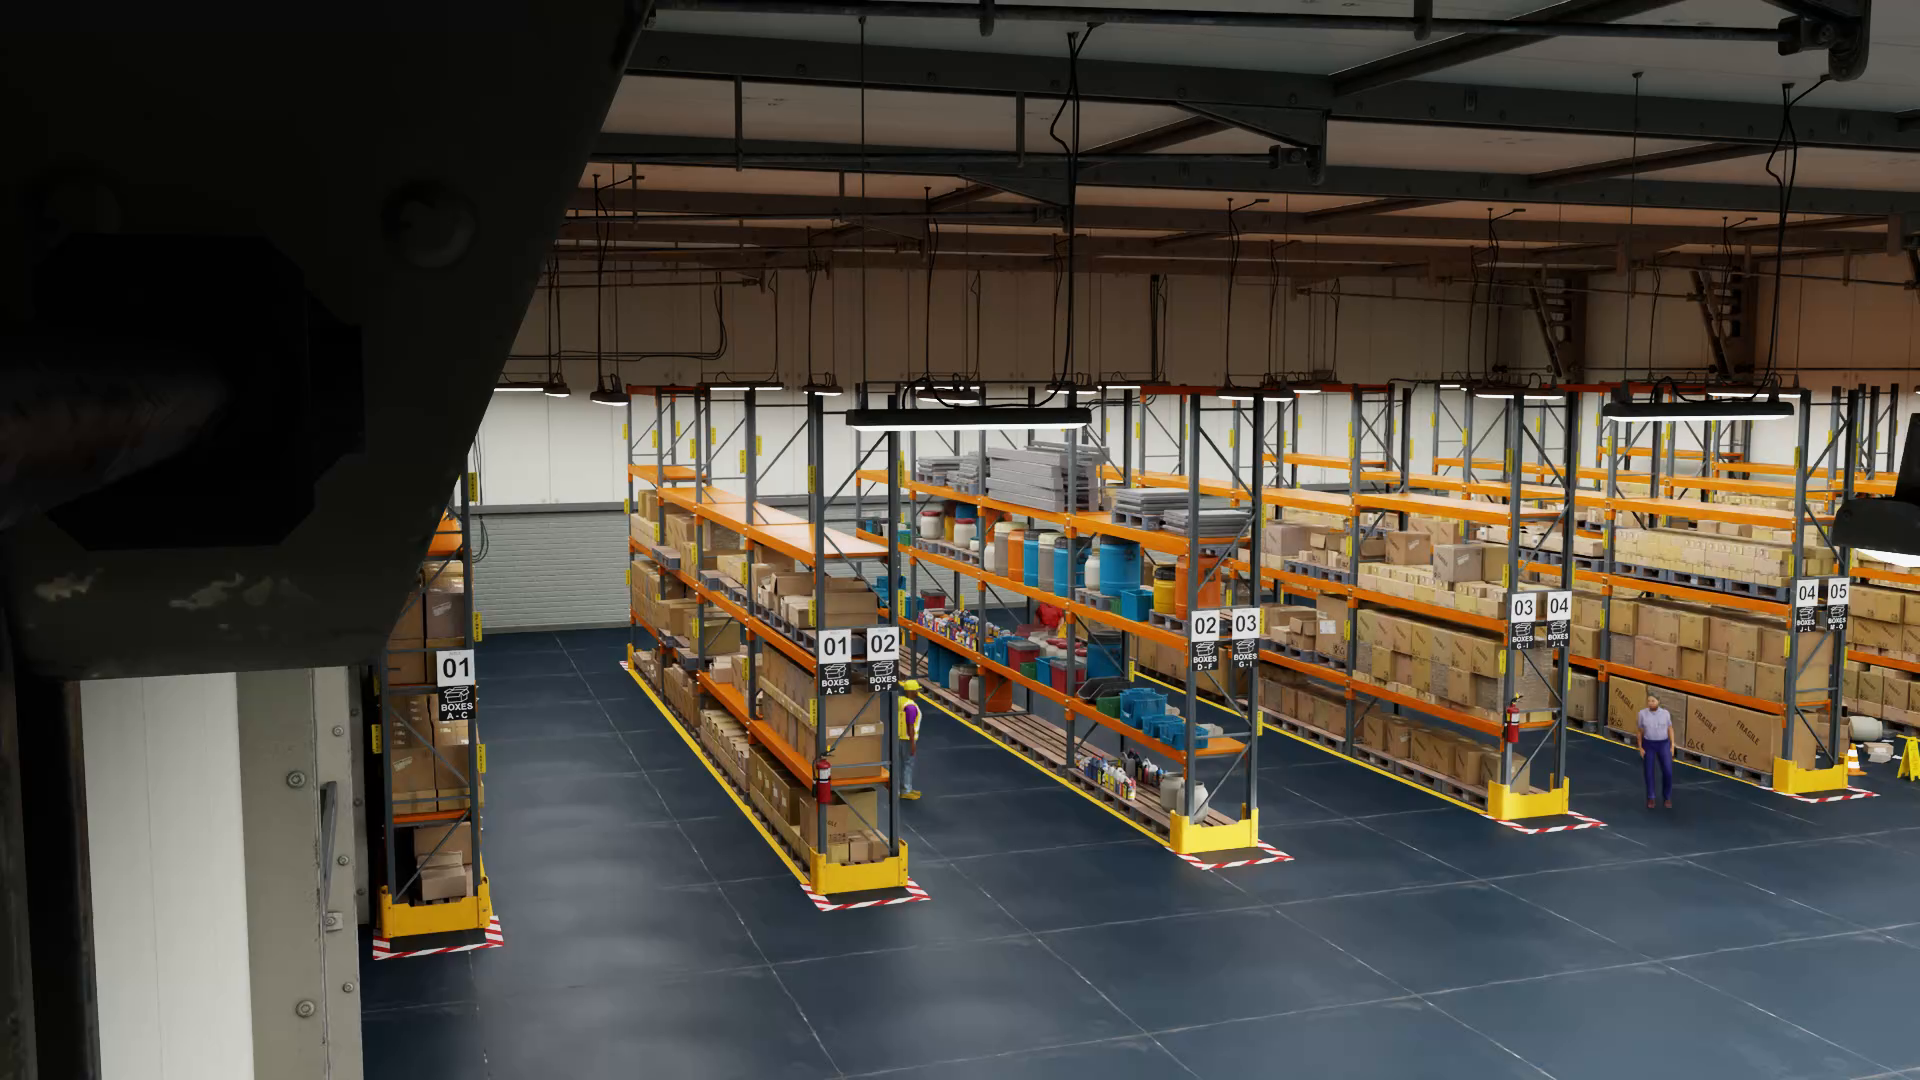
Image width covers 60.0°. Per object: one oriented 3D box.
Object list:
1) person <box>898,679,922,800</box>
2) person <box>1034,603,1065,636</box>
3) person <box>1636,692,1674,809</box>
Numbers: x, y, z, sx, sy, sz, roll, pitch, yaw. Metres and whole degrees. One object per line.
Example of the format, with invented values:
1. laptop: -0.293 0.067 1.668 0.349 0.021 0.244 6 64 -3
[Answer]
1. person: -0.739 2.924 24.465 0.398 1.769 0.602 -1 6 -14
2. person: 1.836 1.896 33.531 0.523 1.706 0.976 -2 6 -21
3. person: 10.057 3.046 24.073 0.530 1.699 0.373 2 6 20
